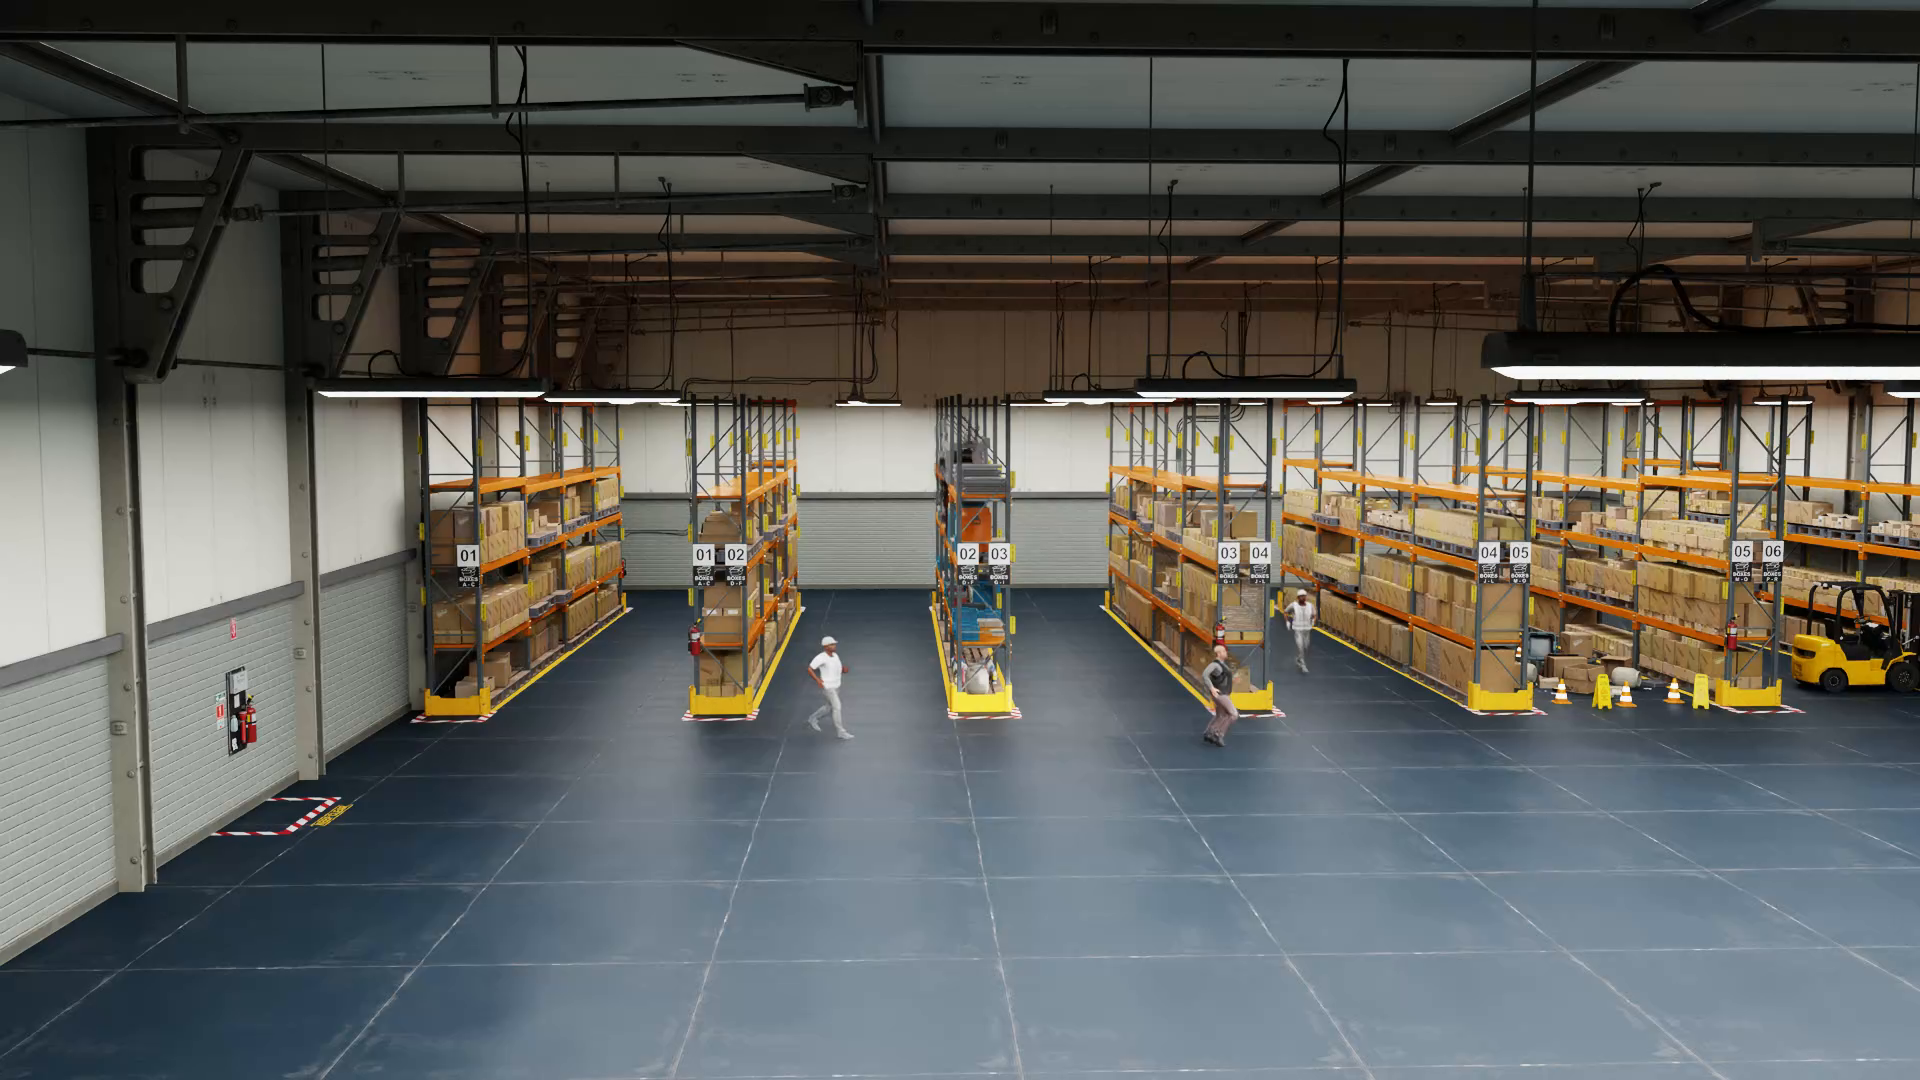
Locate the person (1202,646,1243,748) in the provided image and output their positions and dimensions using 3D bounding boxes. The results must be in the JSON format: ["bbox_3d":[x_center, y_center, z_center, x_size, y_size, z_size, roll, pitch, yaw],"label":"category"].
[{"bbox_3d":[4.447,2.649,28.191,0.695,1.722,0.634,2,5,21],"label":"person"}]

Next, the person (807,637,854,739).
[{"bbox_3d":[-2.258,2.547,28.879,0.990,1.744,0.705,2,5,24],"label":"person"}]

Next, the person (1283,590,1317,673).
[{"bbox_3d":[7.444,1.963,36.294,0.705,1.770,0.972,-1,5,-9],"label":"person"}]

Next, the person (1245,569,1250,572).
[{"bbox_3d":[7.981,1.344,45.997,0.591,1.550,0.762,1,5,9],"label":"person"}]
